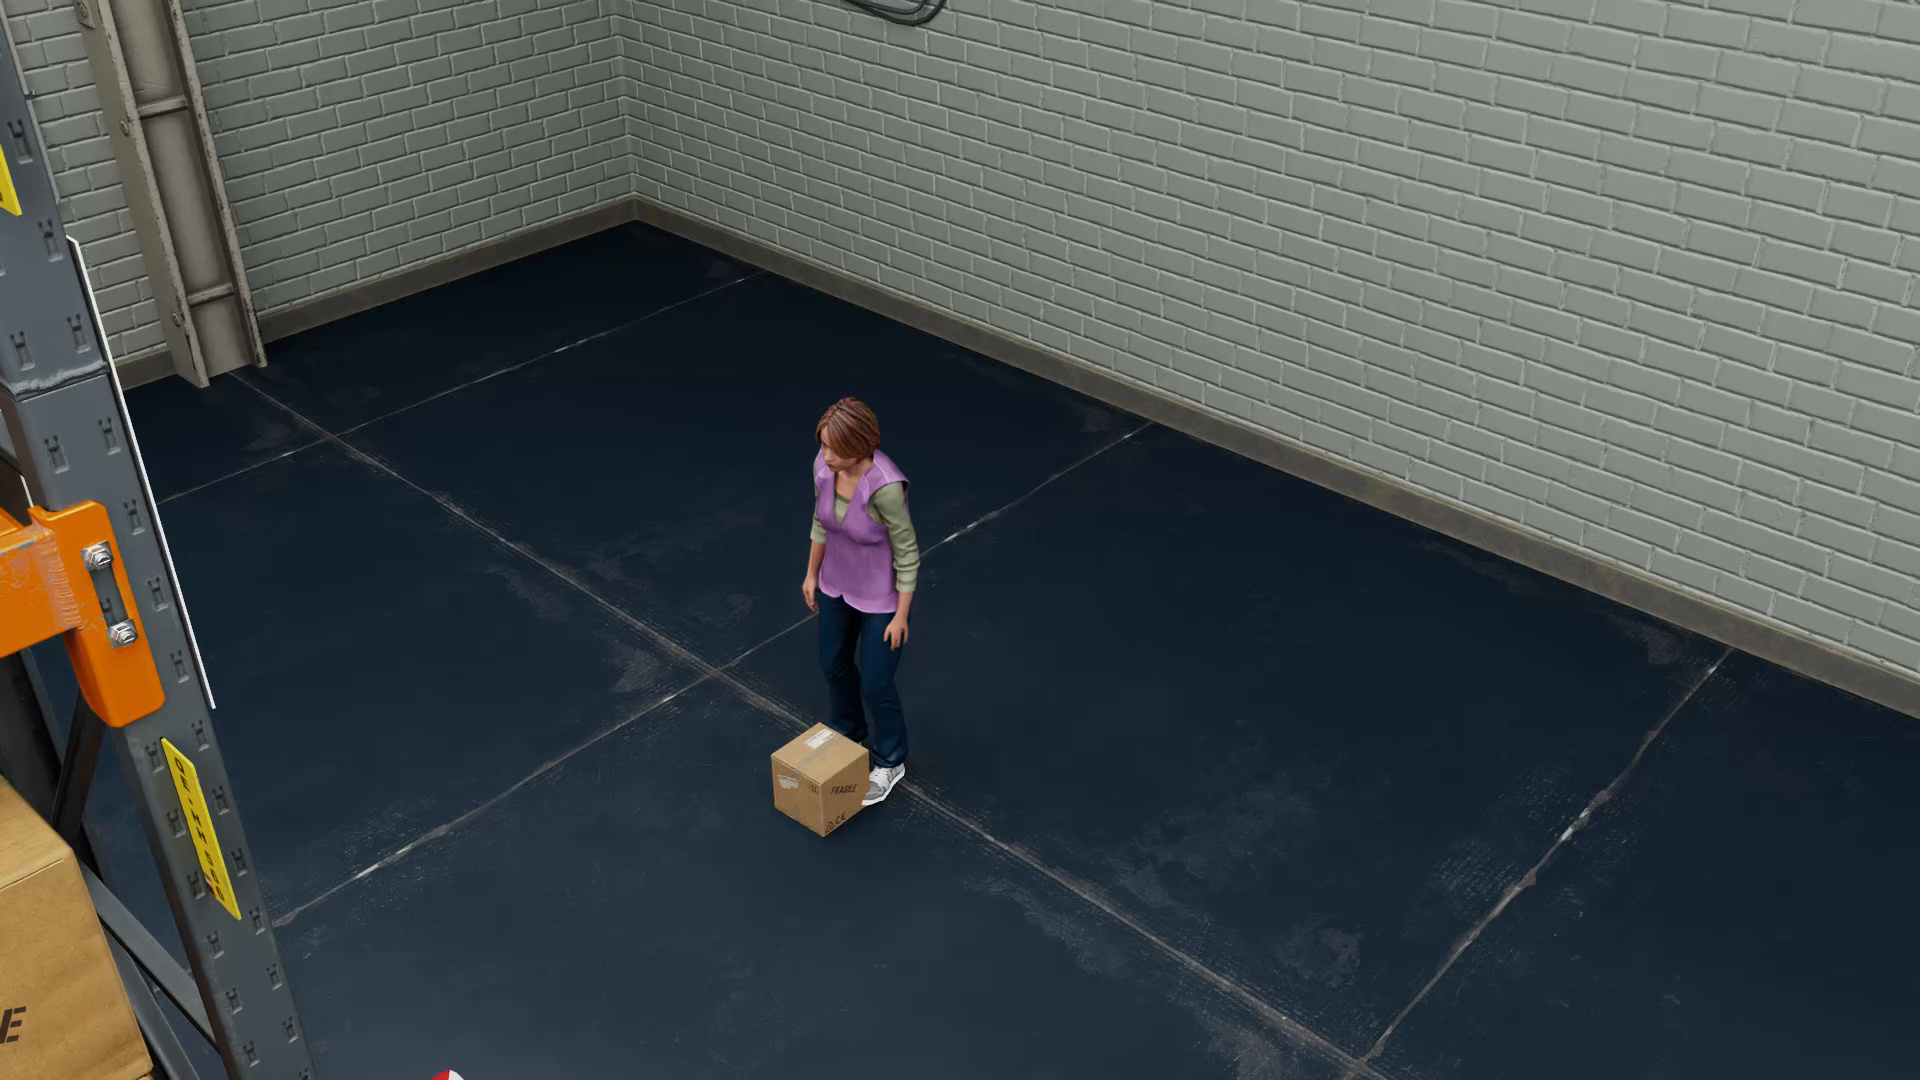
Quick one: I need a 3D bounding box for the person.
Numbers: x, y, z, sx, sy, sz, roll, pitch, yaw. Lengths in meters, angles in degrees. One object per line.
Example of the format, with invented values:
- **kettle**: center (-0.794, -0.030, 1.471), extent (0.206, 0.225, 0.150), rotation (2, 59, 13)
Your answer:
- **person**: center (-0.346, 0.201, 5.820), extent (0.483, 1.594, 0.340), rotation (23, 39, 33)
